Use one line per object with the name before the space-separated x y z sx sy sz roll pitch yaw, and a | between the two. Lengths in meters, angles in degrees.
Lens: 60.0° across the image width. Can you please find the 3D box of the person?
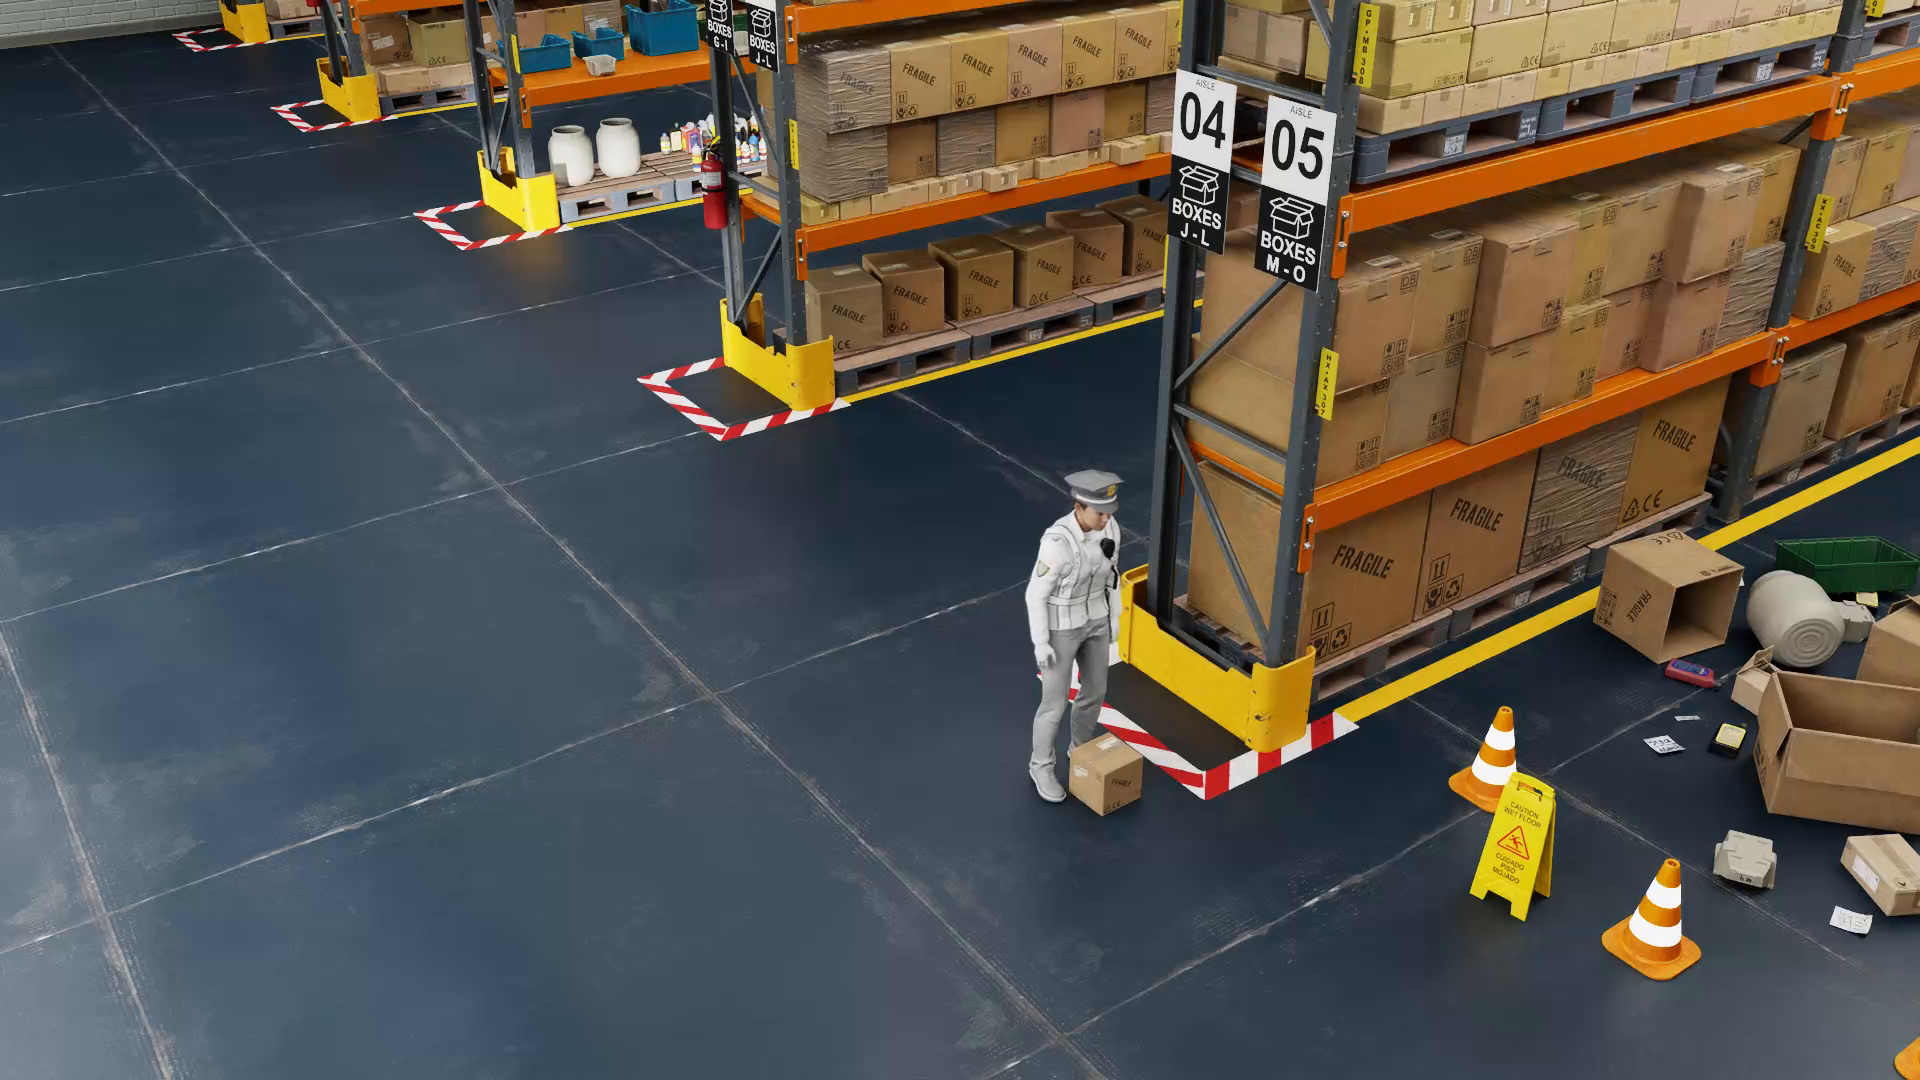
person | 0.552 0.420 7.856 0.526 1.663 0.375 -19 34 -31
